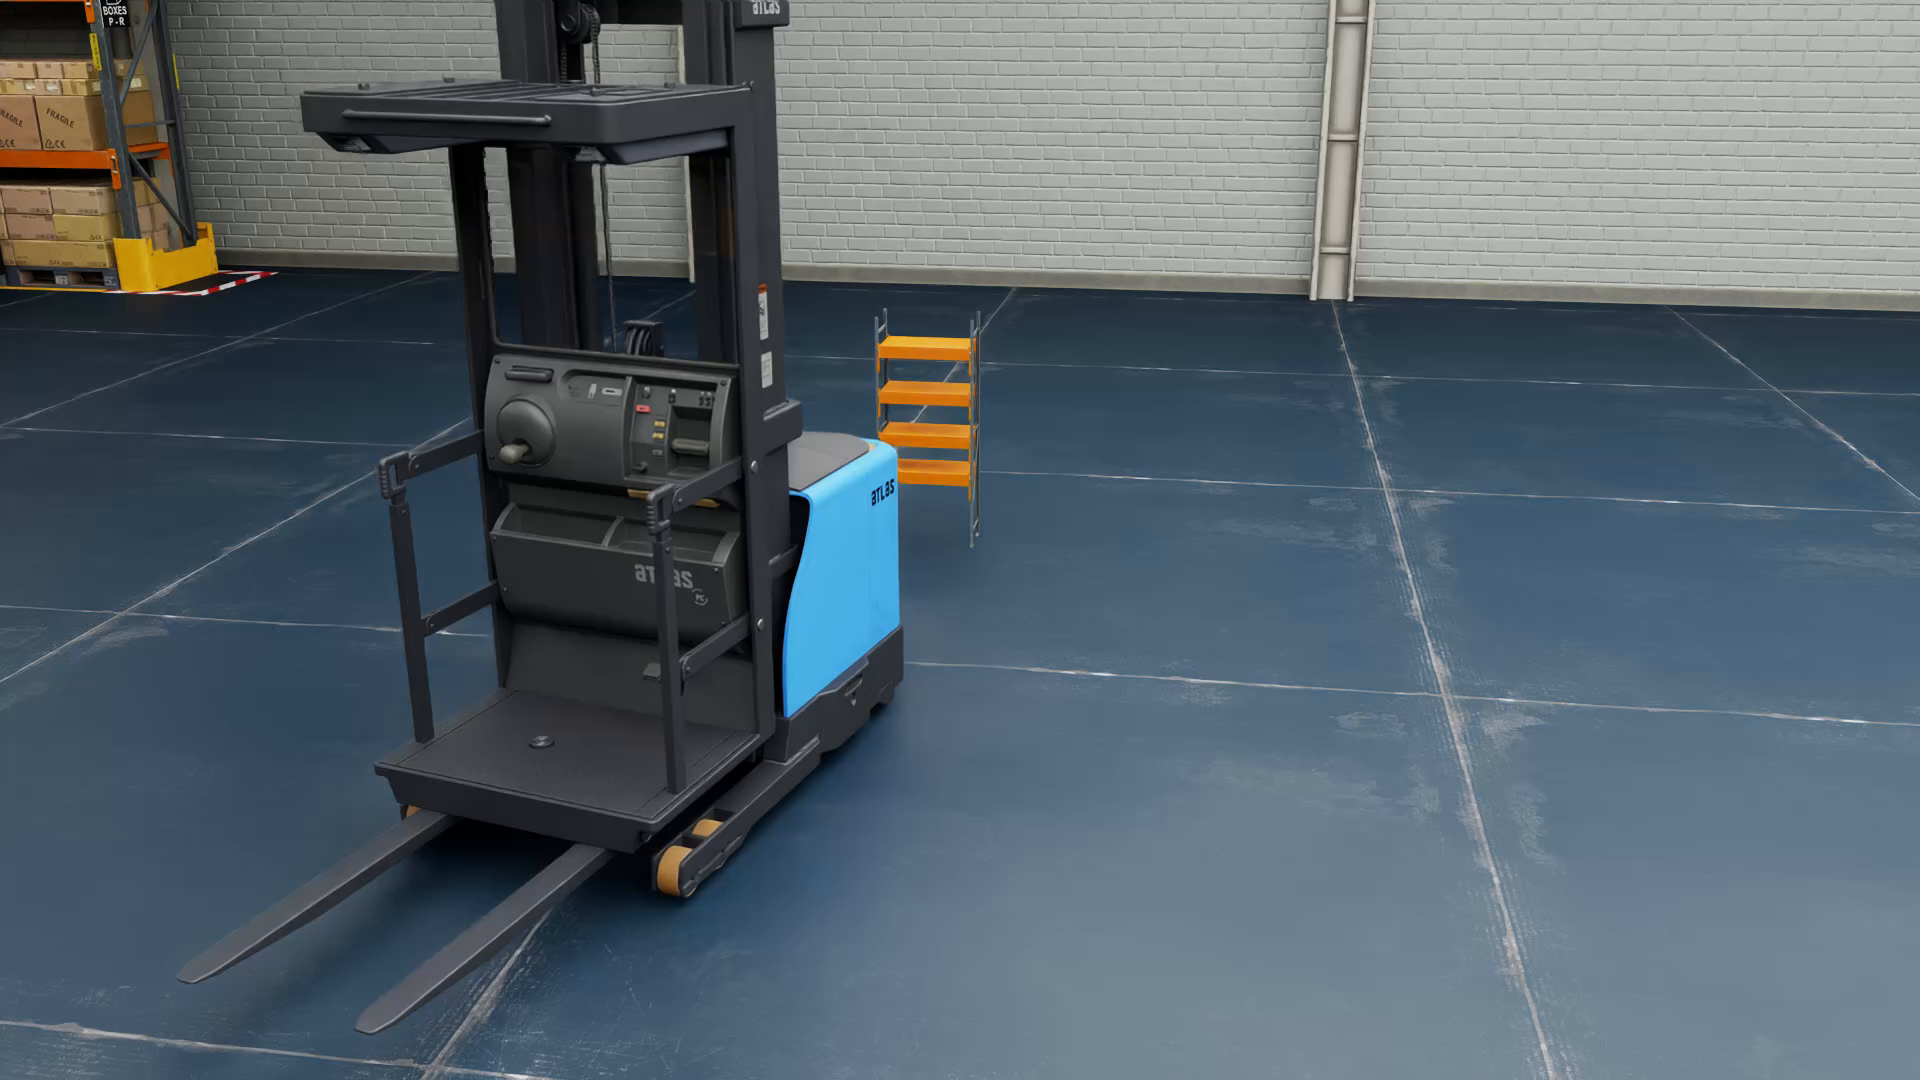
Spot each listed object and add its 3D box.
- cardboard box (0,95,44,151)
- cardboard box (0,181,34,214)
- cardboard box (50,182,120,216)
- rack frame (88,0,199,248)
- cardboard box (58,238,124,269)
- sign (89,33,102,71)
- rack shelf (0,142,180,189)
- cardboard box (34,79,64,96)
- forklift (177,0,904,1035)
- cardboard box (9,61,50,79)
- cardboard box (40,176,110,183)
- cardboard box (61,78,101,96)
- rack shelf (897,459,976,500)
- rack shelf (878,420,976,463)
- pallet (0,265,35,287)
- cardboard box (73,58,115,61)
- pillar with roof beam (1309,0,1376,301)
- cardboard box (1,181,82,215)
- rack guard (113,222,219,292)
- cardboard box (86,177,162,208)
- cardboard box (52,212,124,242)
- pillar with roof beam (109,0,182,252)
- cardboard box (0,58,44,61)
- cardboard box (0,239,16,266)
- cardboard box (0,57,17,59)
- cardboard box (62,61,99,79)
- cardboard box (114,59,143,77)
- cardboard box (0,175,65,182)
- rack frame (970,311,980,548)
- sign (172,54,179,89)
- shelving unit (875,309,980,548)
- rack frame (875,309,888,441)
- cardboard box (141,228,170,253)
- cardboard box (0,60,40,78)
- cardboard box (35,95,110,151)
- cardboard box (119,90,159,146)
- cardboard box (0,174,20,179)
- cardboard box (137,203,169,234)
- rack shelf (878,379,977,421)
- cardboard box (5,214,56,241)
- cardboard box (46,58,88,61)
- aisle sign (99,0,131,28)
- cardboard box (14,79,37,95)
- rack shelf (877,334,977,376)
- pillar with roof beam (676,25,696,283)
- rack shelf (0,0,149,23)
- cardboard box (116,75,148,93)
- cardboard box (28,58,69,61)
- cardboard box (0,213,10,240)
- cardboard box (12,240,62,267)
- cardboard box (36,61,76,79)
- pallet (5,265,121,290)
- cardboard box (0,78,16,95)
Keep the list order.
[{"bbox_3d":[-8.864,-4.002,15.878,0.500,0.500,0.500,4,19,10],"label":"cardboard box"},{"bbox_3d":[-9.334,-3.324,16.105,0.500,0.250,0.500,3,19,9],"label":"cardboard box"},{"bbox_3d":[-8.330,-3.277,15.967,0.500,0.250,0.500,4,19,10],"label":"cardboard box"},{"bbox_3d":[-7.825,-3.983,15.979,0.127,3.000,1.000,3,19,9],"label":"rack frame"},{"bbox_3d":[-8.339,-2.803,16.123,0.500,0.250,0.500,3,19,9],"label":"cardboard box"},{"bbox_3d":[-7.925,-4.475,15.251,0.005,0.325,0.100,3,19,9],"label":"sign"},{"bbox_3d":[-9.800,-3.742,16.394,4.000,0.370,1.077,3,19,9],"label":"rack shelf"},{"bbox_3d":[-8.469,-4.271,15.660,0.250,0.149,0.380,3,19,10],"label":"cardboard box"},{"bbox_3d":[-1.257,-0.389,5.345,1.130,2.935,3.031,7,20,21],"label":"forklift"},{"bbox_3d":[-8.724,-4.438,15.691,0.250,0.149,0.380,3,19,10],"label":"cardboard box"},{"bbox_3d":[-8.764,-3.460,16.511,0.500,0.250,0.500,3,19,9],"label":"cardboard box"},{"bbox_3d":[-8.212,-4.267,15.650,0.250,0.149,0.380,3,19,9],"label":"cardboard box"},{"bbox_3d":[-0.163,-0.325,8.722,0.480,0.148,0.258,3,19,9],"label":"rack shelf"},{"bbox_3d":[-0.163,-0.514,8.659,0.480,0.148,0.258,3,19,9],"label":"rack shelf"},{"bbox_3d":[-9.788,-2.748,16.683,1.213,0.211,1.003,3,19,9],"label":"pallet"},{"bbox_3d":[-8.376,-4.596,16.162,0.250,0.149,0.380,4,19,11],"label":"cardboard box"},{"bbox_3d":[2.795,-5.192,10.140,0.400,9.000,9.100,3,19,9],"label":"pillar with roof beam"},{"bbox_3d":[-8.835,-3.301,16.038,0.500,0.250,0.500,3,19,10],"label":"cardboard box"},{"bbox_3d":[-7.802,-2.796,16.372,0.348,0.500,1.175,3,19,9],"label":"rack guard"},{"bbox_3d":[-8.270,-3.435,16.439,0.500,0.250,0.500,3,19,8],"label":"cardboard box"},{"bbox_3d":[-8.356,-3.041,16.050,0.500,0.250,0.500,3,19,8],"label":"cardboard box"},{"bbox_3d":[-9.053,-5.796,11.945,0.400,9.000,9.100,3,19,9],"label":"pillar with roof beam"},{"bbox_3d":[-9.145,-4.618,16.228,0.250,0.149,0.380,4,19,10],"label":"cardboard box"},{"bbox_3d":[-9.321,-2.859,16.291,0.500,0.250,0.500,3,19,9],"label":"cardboard box"},{"bbox_3d":[-9.389,-4.662,16.360,0.250,0.149,0.380,2,19,7],"label":"cardboard box"},{"bbox_3d":[-8.212,-4.431,15.669,0.250,0.149,0.380,3,19,9],"label":"cardboard box"},{"bbox_3d":[-8.123,-4.563,16.063,0.250,0.149,0.380,3,19,8],"label":"cardboard box"},{"bbox_3d":[-9.256,-3.488,16.596,0.500,0.250,0.500,3,19,8],"label":"cardboard box"},{"bbox_3d":[0.077,-0.565,8.601,0.015,1.200,0.240,3,19,9],"label":"rack frame"},{"bbox_3d":[-7.731,-4.604,16.347,0.005,0.325,0.100,3,19,9],"label":"sign"},{"bbox_3d":[-0.163,-0.577,8.638,0.503,1.200,0.258,3,19,9],"label":"shelving unit"},{"bbox_3d":[-0.404,-0.590,8.674,0.015,1.200,0.240,3,19,9],"label":"rack frame"},{"bbox_3d":[-8.279,-2.964,16.605,0.500,0.250,0.500,3,19,9],"label":"cardboard box"},{"bbox_3d":[-8.958,-4.474,15.798,0.250,0.149,0.380,3,19,9],"label":"cardboard box"},{"bbox_3d":[-8.353,-3.973,15.791,0.500,0.500,0.500,3,19,7],"label":"cardboard box"},{"bbox_3d":[-8.270,-4.142,16.297,0.500,0.500,0.500,4,19,10],"label":"cardboard box"},{"bbox_3d":[-9.761,-3.516,16.680,0.500,0.250,0.500,3,19,8],"label":"cardboard box"},{"bbox_3d":[-8.257,-3.204,16.534,0.500,0.250,0.500,3,19,10],"label":"cardboard box"},{"bbox_3d":[-0.163,-0.726,8.588,0.480,0.148,0.258,3,19,9],"label":"rack shelf"},{"bbox_3d":[-8.849,-3.070,16.135,0.500,0.250,0.500,3,19,8],"label":"cardboard box"},{"bbox_3d":[-8.639,-4.595,16.161,0.250,0.149,0.380,3,19,10],"label":"cardboard box"},{"bbox_3d":[-7.807,-5.120,15.281,0.004,0.787,0.394,3,19,9],"label":"aisle sign"},{"bbox_3d":[-8.716,-4.303,15.757,0.250,0.149,0.380,3,19,10],"label":"cardboard box"},{"bbox_3d":[-0.163,-0.950,8.513,0.480,0.148,0.258,3,19,9],"label":"rack shelf"},{"bbox_3d":[-3.129,-5.494,11.042,0.400,9.000,9.100,3,19,9],"label":"pillar with roof beam"},{"bbox_3d":[-9.800,-5.165,15.918,4.000,0.370,1.077,3,19,9],"label":"rack shelf"},{"bbox_3d":[-8.119,-4.436,16.154,0.250,0.149,0.380,2,19,7],"label":"cardboard box"},{"bbox_3d":[-8.881,-4.612,16.212,0.250,0.149,0.380,3,19,9],"label":"cardboard box"},{"bbox_3d":[-9.362,-3.090,16.193,0.500,0.250,0.500,2,19,7],"label":"cardboard box"},{"bbox_3d":[-8.829,-2.831,16.207,0.500,0.250,0.500,3,19,9],"label":"cardboard box"},{"bbox_3d":[-8.461,-4.433,15.677,0.250,0.149,0.380,3,19,9],"label":"cardboard box"},{"bbox_3d":[-8.587,-2.686,16.497,1.213,0.211,1.003,3,19,9],"label":"pallet"},{"bbox_3d":[-8.959,-4.319,15.805,0.250,0.149,0.380,3,19,8],"label":"cardboard box"}]
